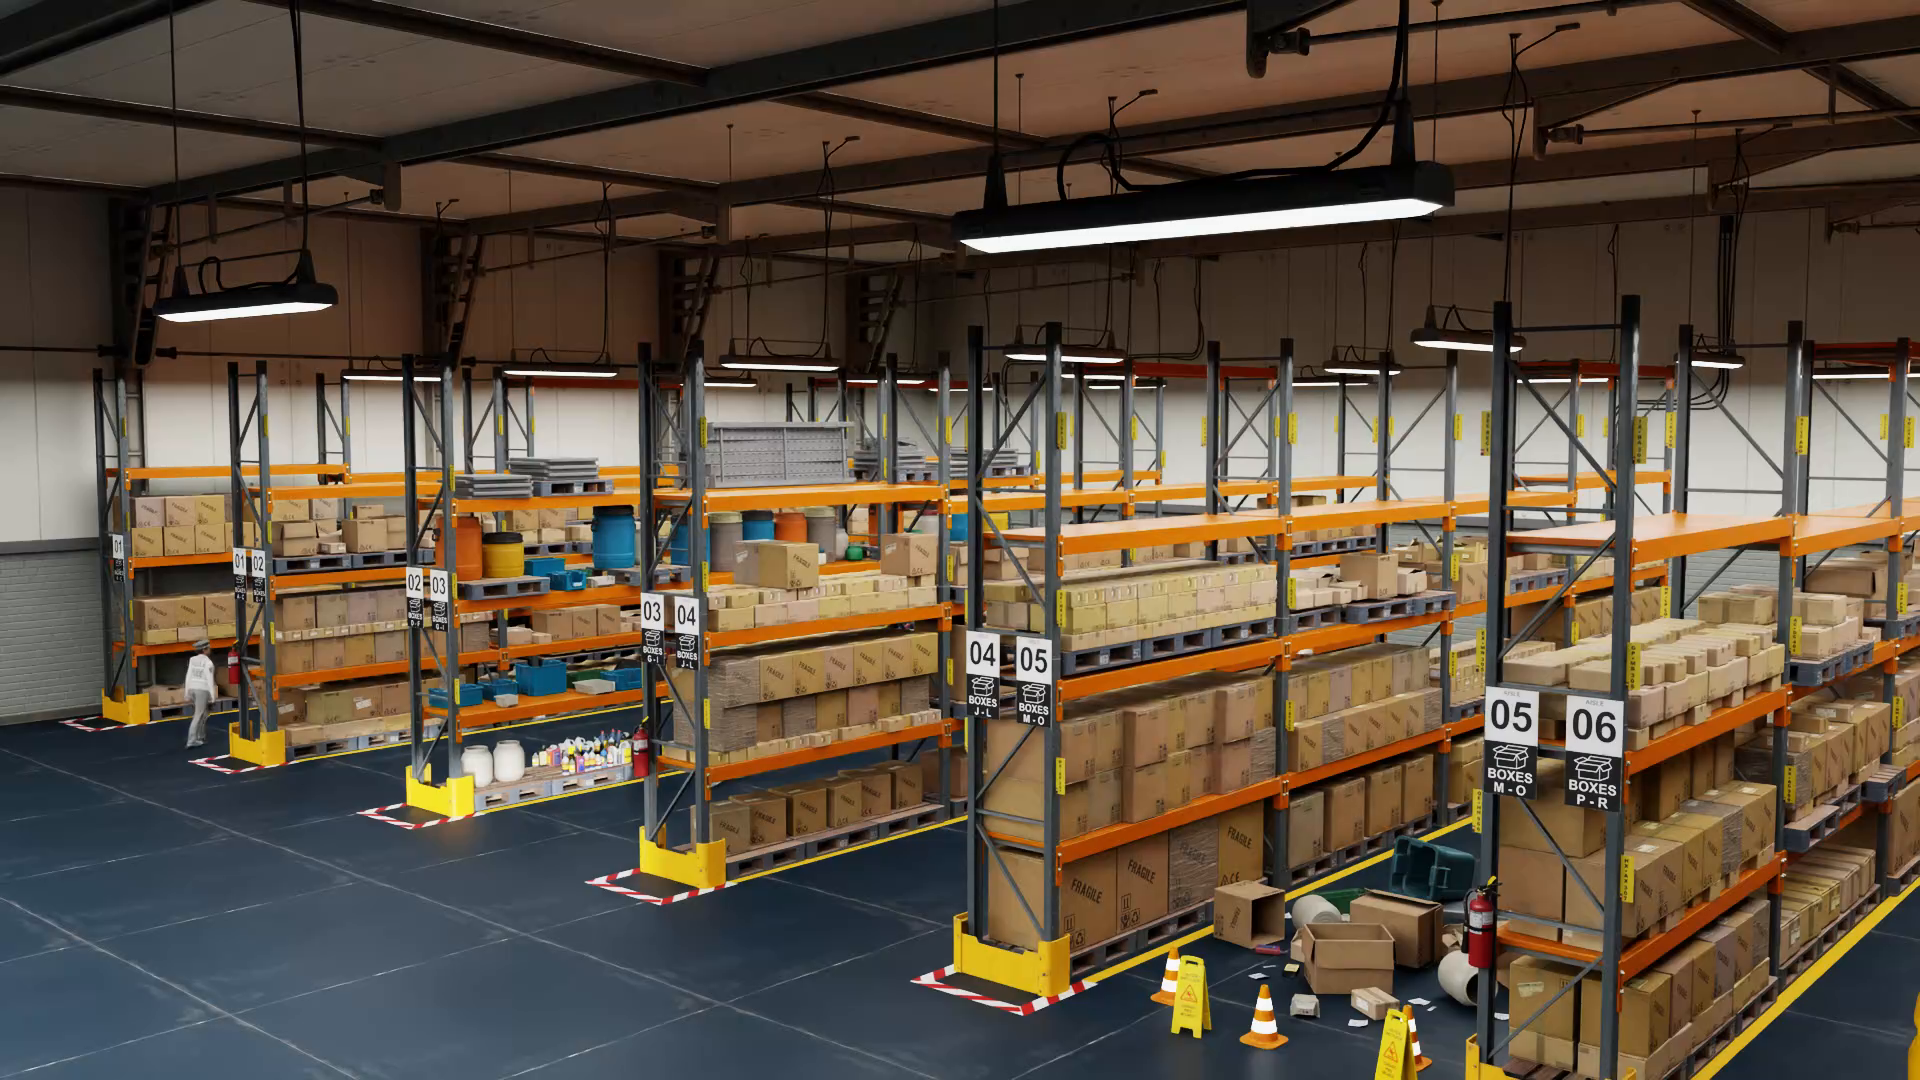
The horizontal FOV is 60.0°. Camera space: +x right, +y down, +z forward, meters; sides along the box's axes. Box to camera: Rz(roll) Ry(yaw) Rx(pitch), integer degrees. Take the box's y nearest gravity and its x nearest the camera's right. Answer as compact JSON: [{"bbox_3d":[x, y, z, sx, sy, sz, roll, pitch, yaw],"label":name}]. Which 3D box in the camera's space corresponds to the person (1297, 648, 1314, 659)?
[{"bbox_3d":[5.377,2.446,25.203,0.658,1.741,0.629,-3,5,-33],"label":"person"}]

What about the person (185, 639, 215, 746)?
[{"bbox_3d":[-11.965,2.420,26.158,0.528,1.708,0.527,2,5,24],"label":"person"}]

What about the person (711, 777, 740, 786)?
[{"bbox_3d":[-3.264,2.643,23.473,0.478,1.580,0.796,0,4,5],"label":"person"}]
